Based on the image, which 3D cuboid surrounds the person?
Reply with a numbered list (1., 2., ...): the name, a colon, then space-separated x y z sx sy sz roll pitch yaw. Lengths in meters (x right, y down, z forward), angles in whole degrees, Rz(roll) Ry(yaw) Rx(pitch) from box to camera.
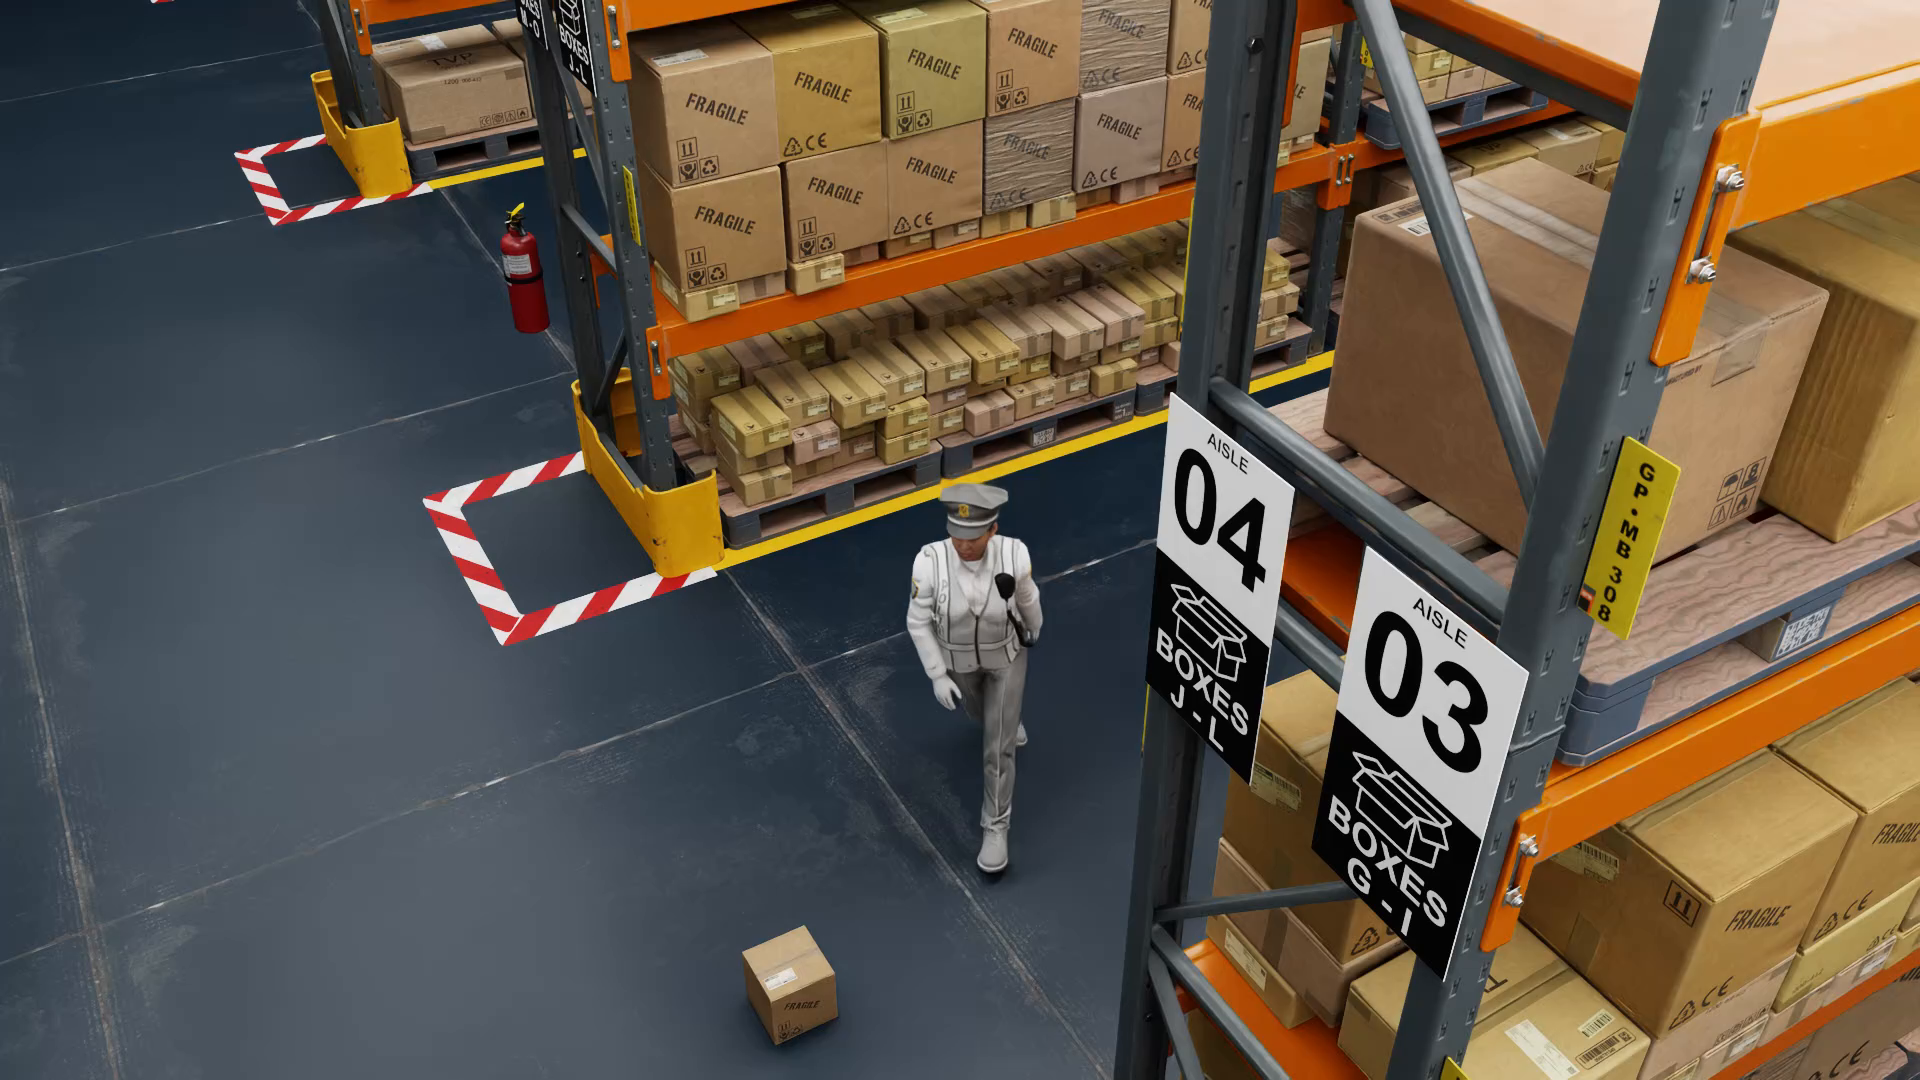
1. person: 0.061 0.411 6.379 0.523 1.633 0.913 0 37 0
